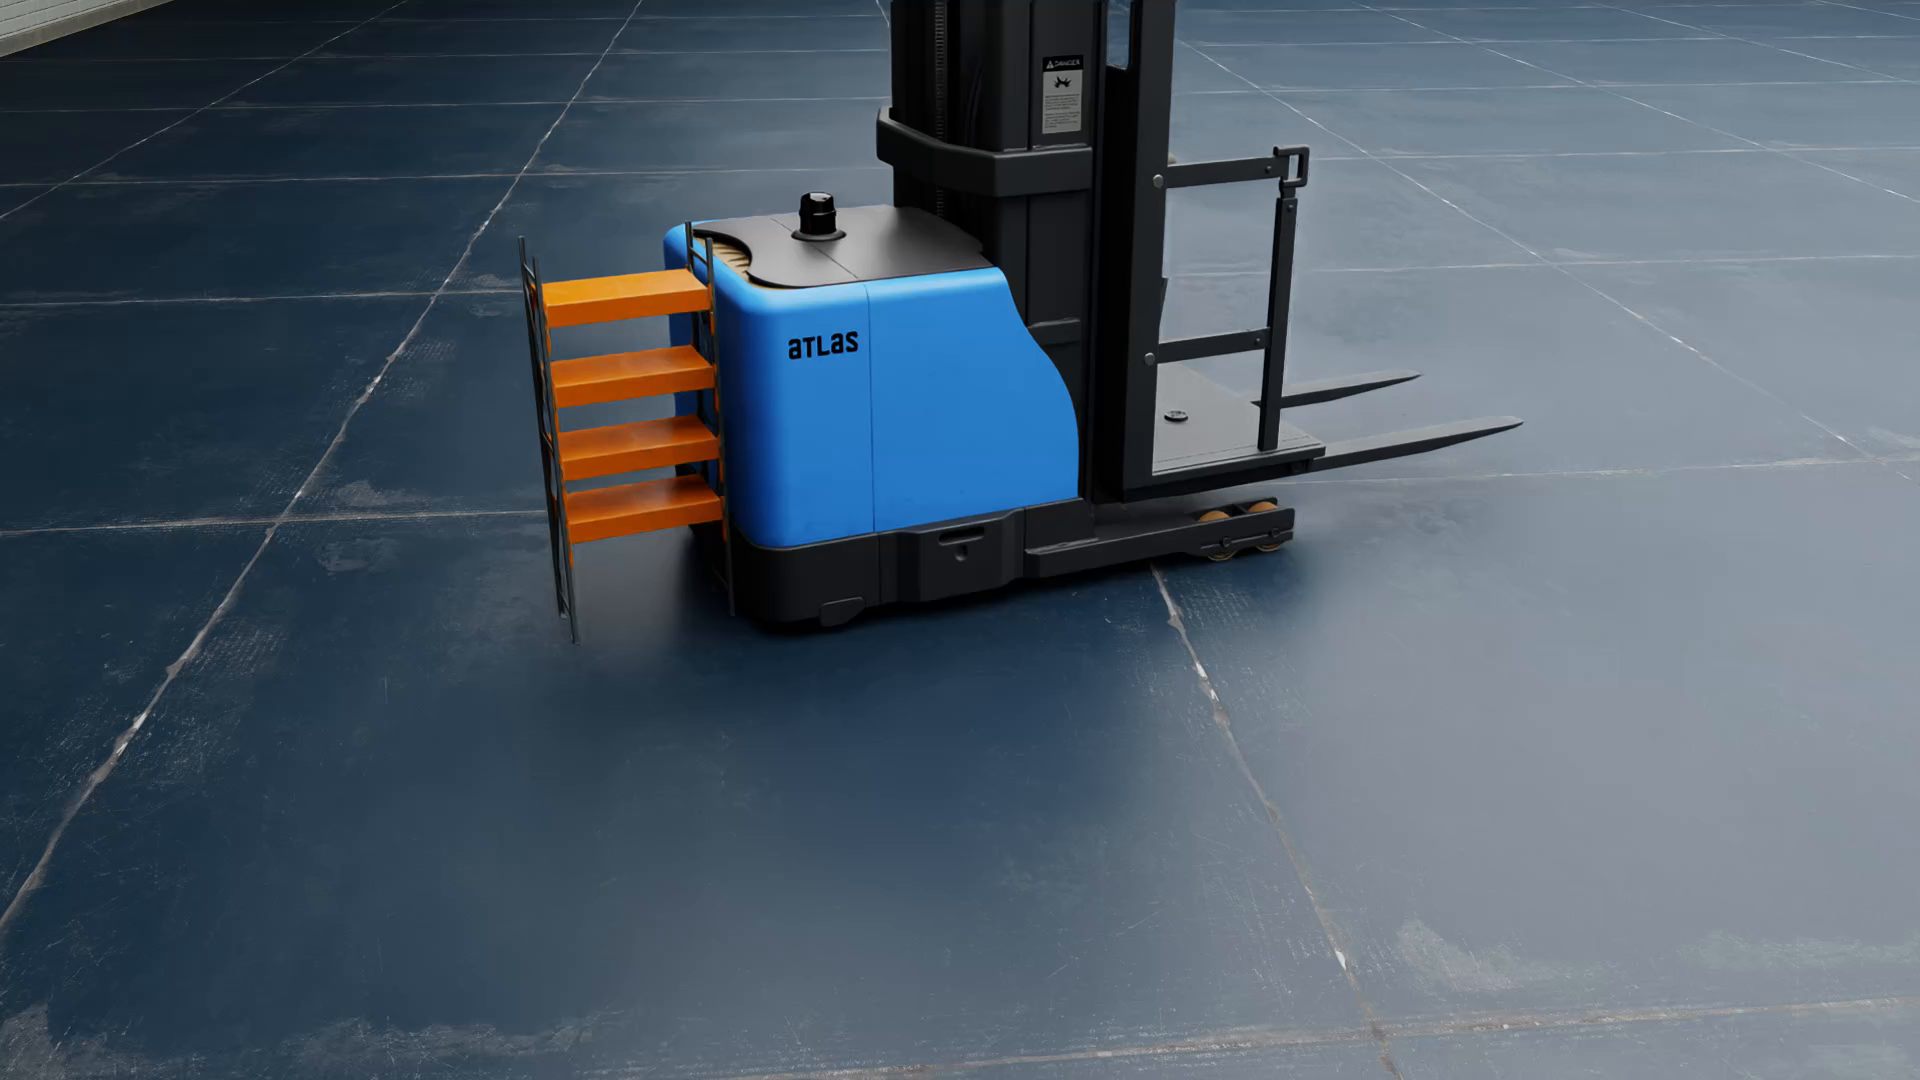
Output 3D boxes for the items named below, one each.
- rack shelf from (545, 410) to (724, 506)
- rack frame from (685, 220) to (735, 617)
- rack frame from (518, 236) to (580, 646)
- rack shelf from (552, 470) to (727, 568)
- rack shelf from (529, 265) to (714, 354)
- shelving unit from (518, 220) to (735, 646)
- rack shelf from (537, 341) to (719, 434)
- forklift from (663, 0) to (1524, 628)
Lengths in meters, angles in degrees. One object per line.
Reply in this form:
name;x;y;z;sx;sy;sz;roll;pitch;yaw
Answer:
rack shelf;-0.983;-0.251;5.004;0.480;0.148;0.258;-10;26;-22
rack frame;-0.759;-0.353;5.066;0.015;1.200;0.240;-10;26;-22
rack frame;-1.206;-0.273;4.887;0.015;1.200;0.240;-10;26;-22
rack shelf;-0.983;-0.070;5.084;0.480;0.148;0.258;-10;26;-22
rack shelf;-0.983;-0.672;4.817;0.480;0.148;0.258;-10;26;-22
shelving unit;-0.983;-0.313;4.976;0.503;1.200;0.258;-10;26;-22
rack shelf;-0.983;-0.456;4.913;0.480;0.148;0.258;-10;26;-22
forklift;0.584;-1.453;5.411;3.031;2.935;1.130;-10;26;-22
